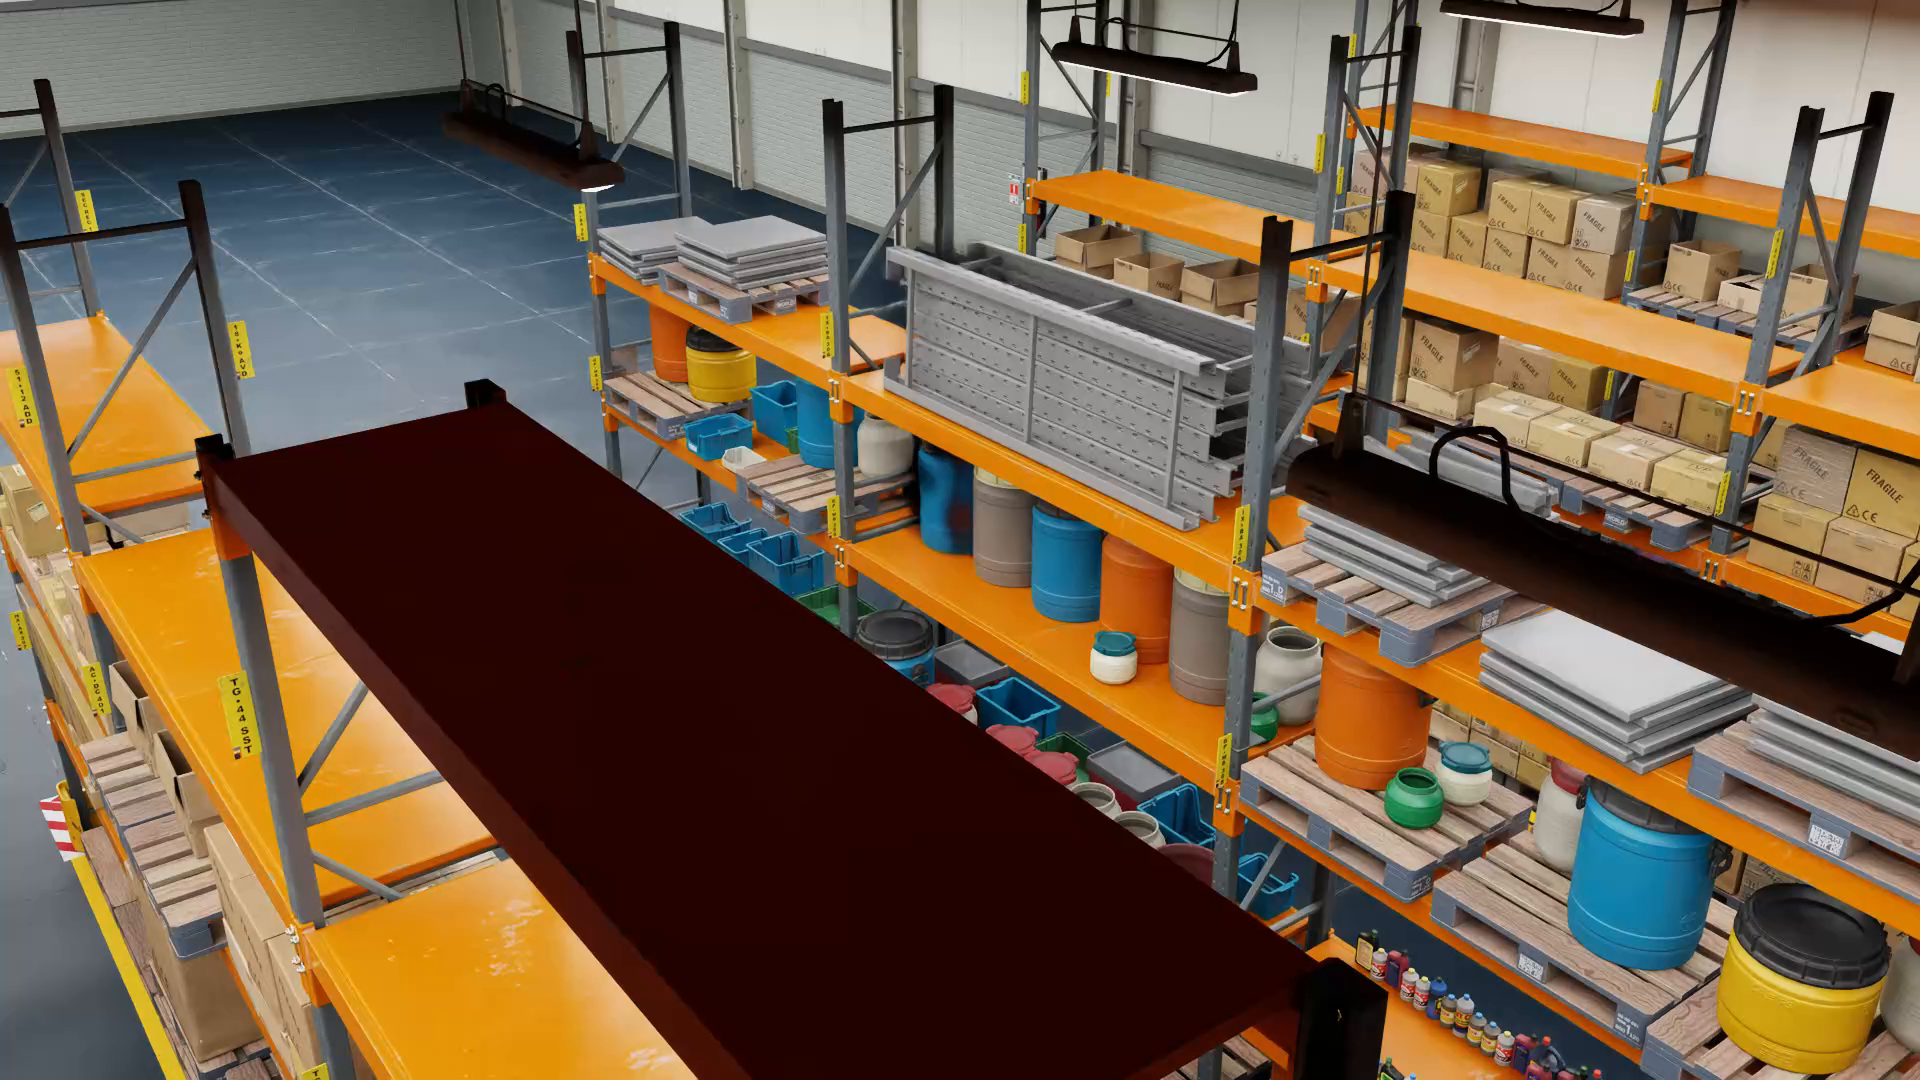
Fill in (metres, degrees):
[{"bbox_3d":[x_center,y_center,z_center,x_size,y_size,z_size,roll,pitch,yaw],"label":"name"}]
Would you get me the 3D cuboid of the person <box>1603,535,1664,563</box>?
[{"bbox_3d":[6.865,0.184,16.821,0.745,1.492,0.536,13,28,26],"label":"person"}]
